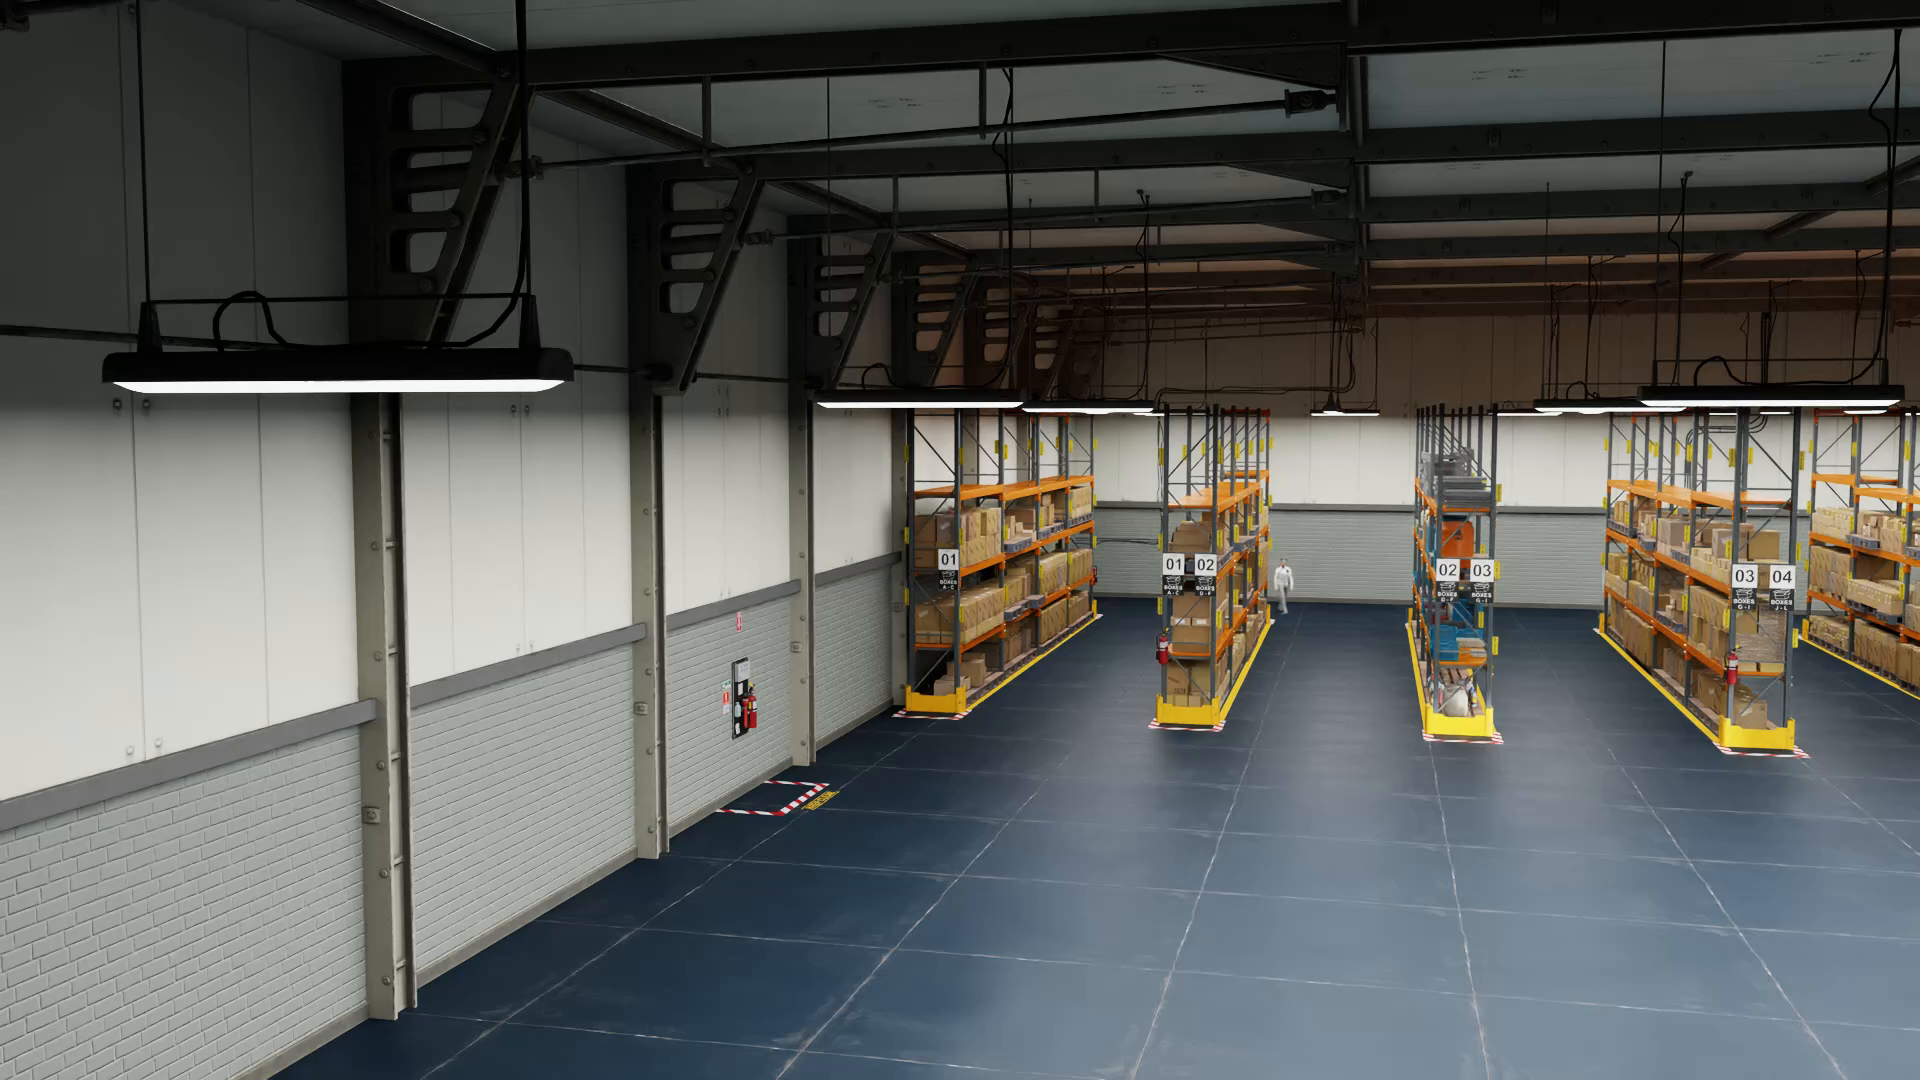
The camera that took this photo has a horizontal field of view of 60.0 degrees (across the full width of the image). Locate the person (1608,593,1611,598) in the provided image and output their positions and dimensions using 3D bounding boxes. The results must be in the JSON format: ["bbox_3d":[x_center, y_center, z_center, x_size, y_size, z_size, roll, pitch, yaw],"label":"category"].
[{"bbox_3d":[18.423,1.503,46.393,0.592,1.741,0.717,-1,4,-15],"label":"person"}]

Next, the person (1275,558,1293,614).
[{"bbox_3d":[9.523,1.332,48.886,0.478,1.613,1.056,-1,4,-11],"label":"person"}]
